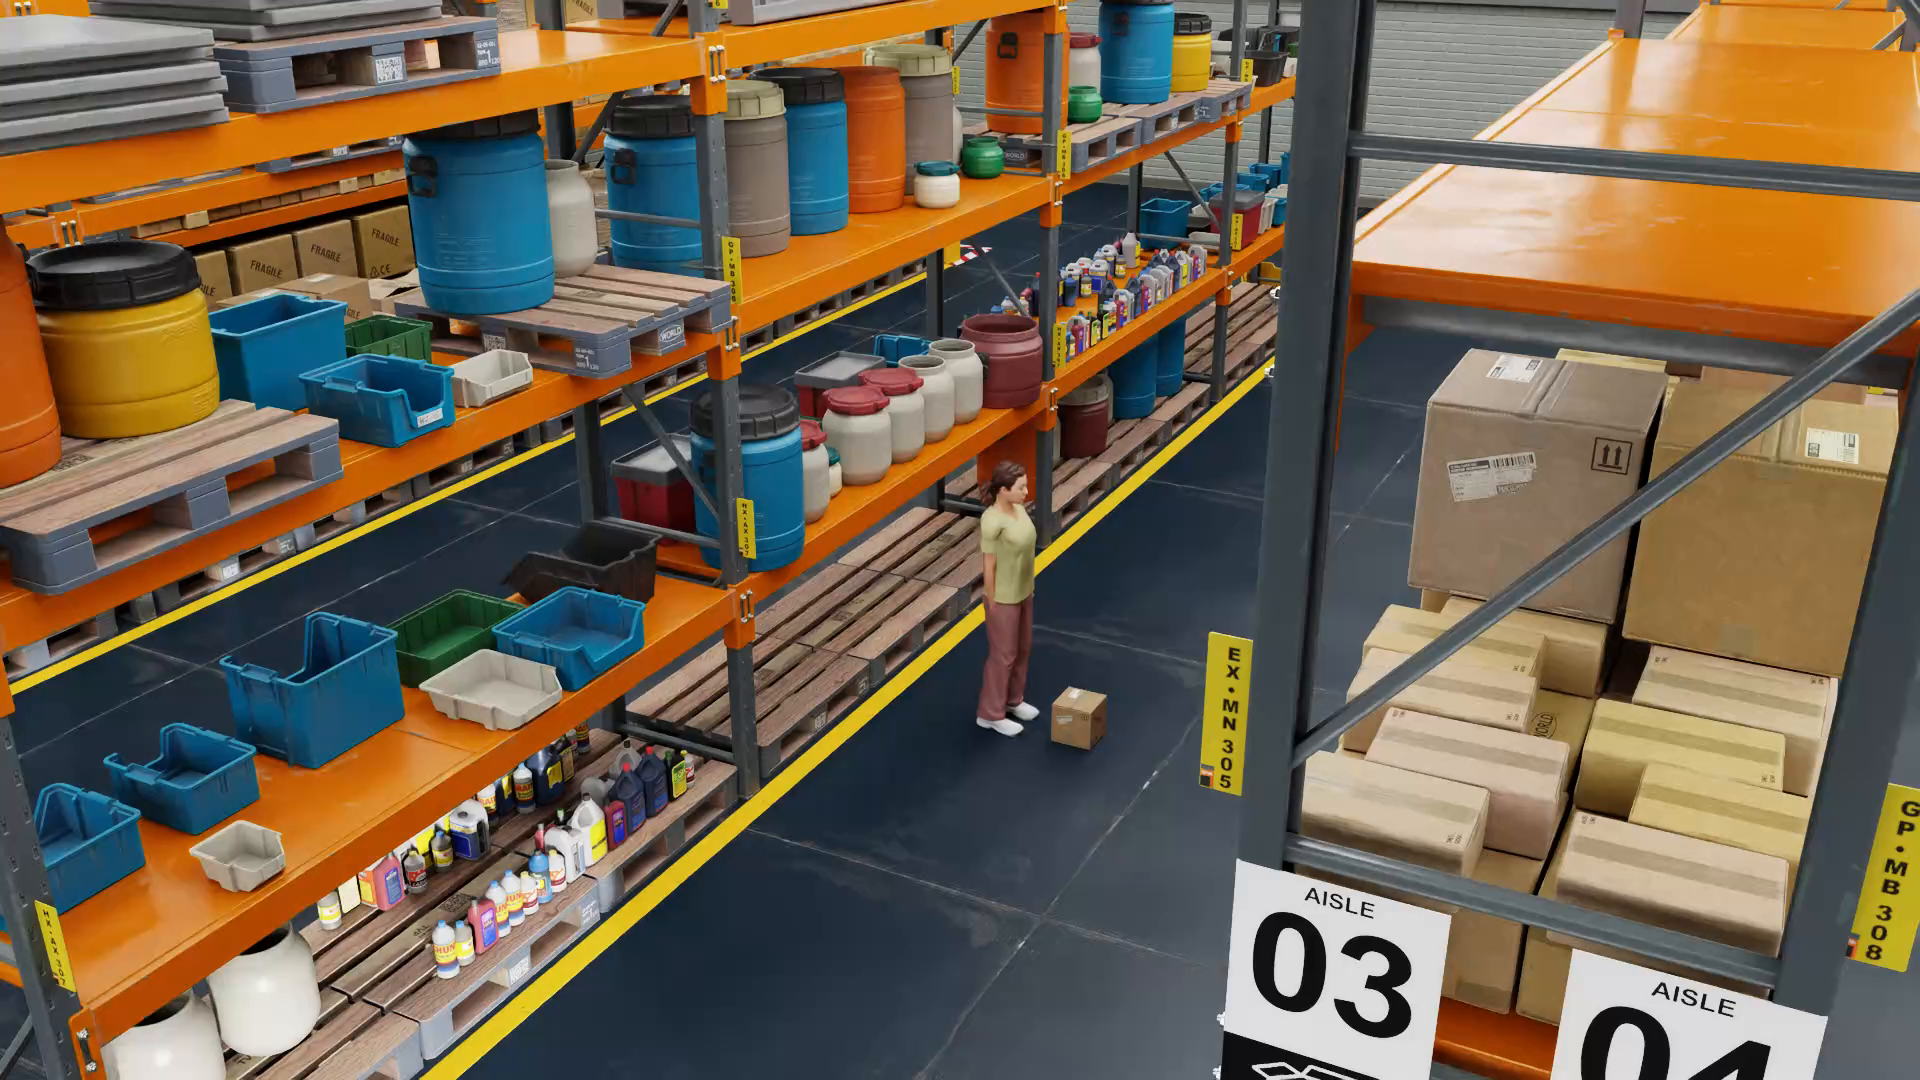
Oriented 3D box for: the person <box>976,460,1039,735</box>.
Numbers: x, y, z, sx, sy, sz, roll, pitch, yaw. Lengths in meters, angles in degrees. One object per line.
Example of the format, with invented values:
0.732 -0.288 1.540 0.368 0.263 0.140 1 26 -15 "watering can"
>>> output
0.278 0.320 9.844 0.362 1.672 0.442 12 26 26 "person"
